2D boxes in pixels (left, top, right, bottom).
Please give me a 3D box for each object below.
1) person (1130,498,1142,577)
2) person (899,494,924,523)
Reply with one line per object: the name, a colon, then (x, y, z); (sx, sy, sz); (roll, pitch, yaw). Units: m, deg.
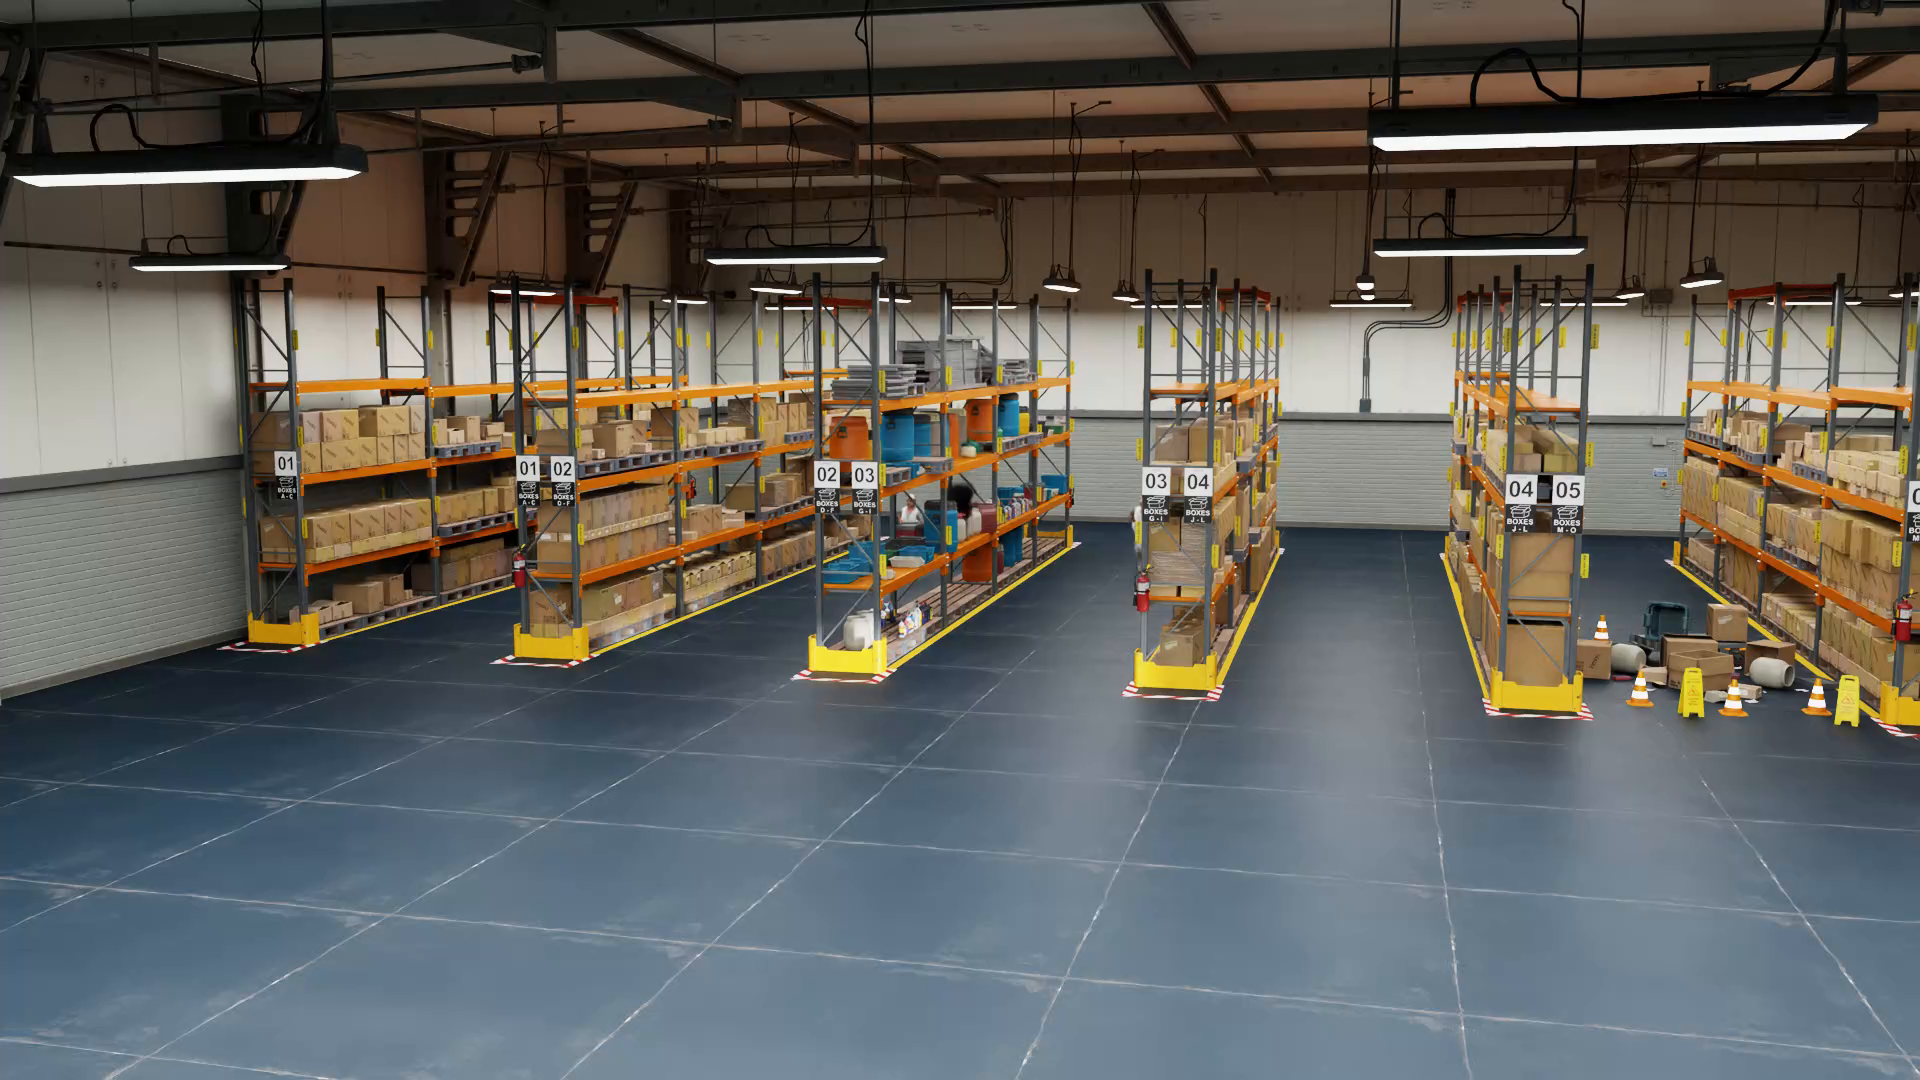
person: (3.901, -0.077, 35.128); (0.667, 1.718, 0.923); (2, 7, 14)
person: (-1.020, -0.089, 34.636); (0.651, 1.736, 0.983); (2, 7, 14)
